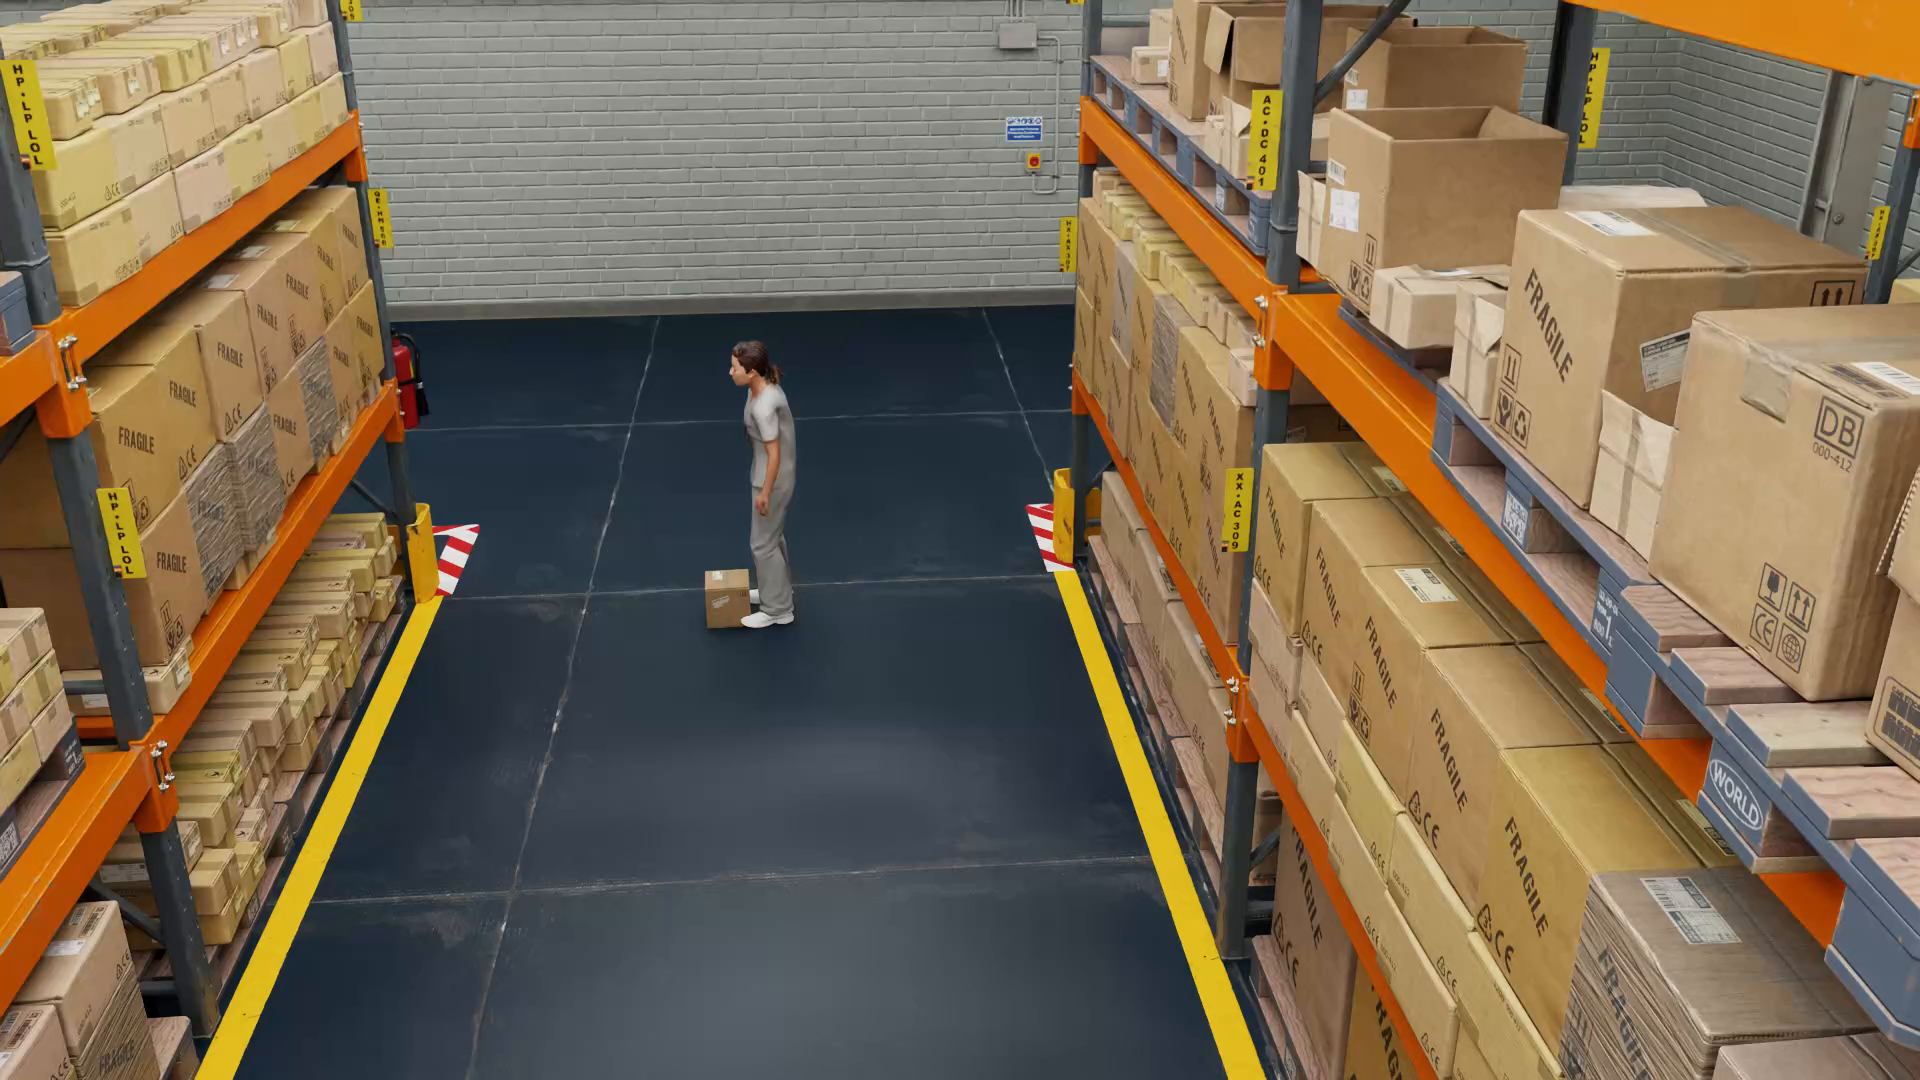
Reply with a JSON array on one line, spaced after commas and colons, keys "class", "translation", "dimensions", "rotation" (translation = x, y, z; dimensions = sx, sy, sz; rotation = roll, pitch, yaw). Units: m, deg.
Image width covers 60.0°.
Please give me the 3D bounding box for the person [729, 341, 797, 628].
[{"class": "person", "translation": [-1.096, -0.325, 9.340], "dimensions": [0.365, 1.672, 0.514], "rotation": [-4, 24, -8]}]
